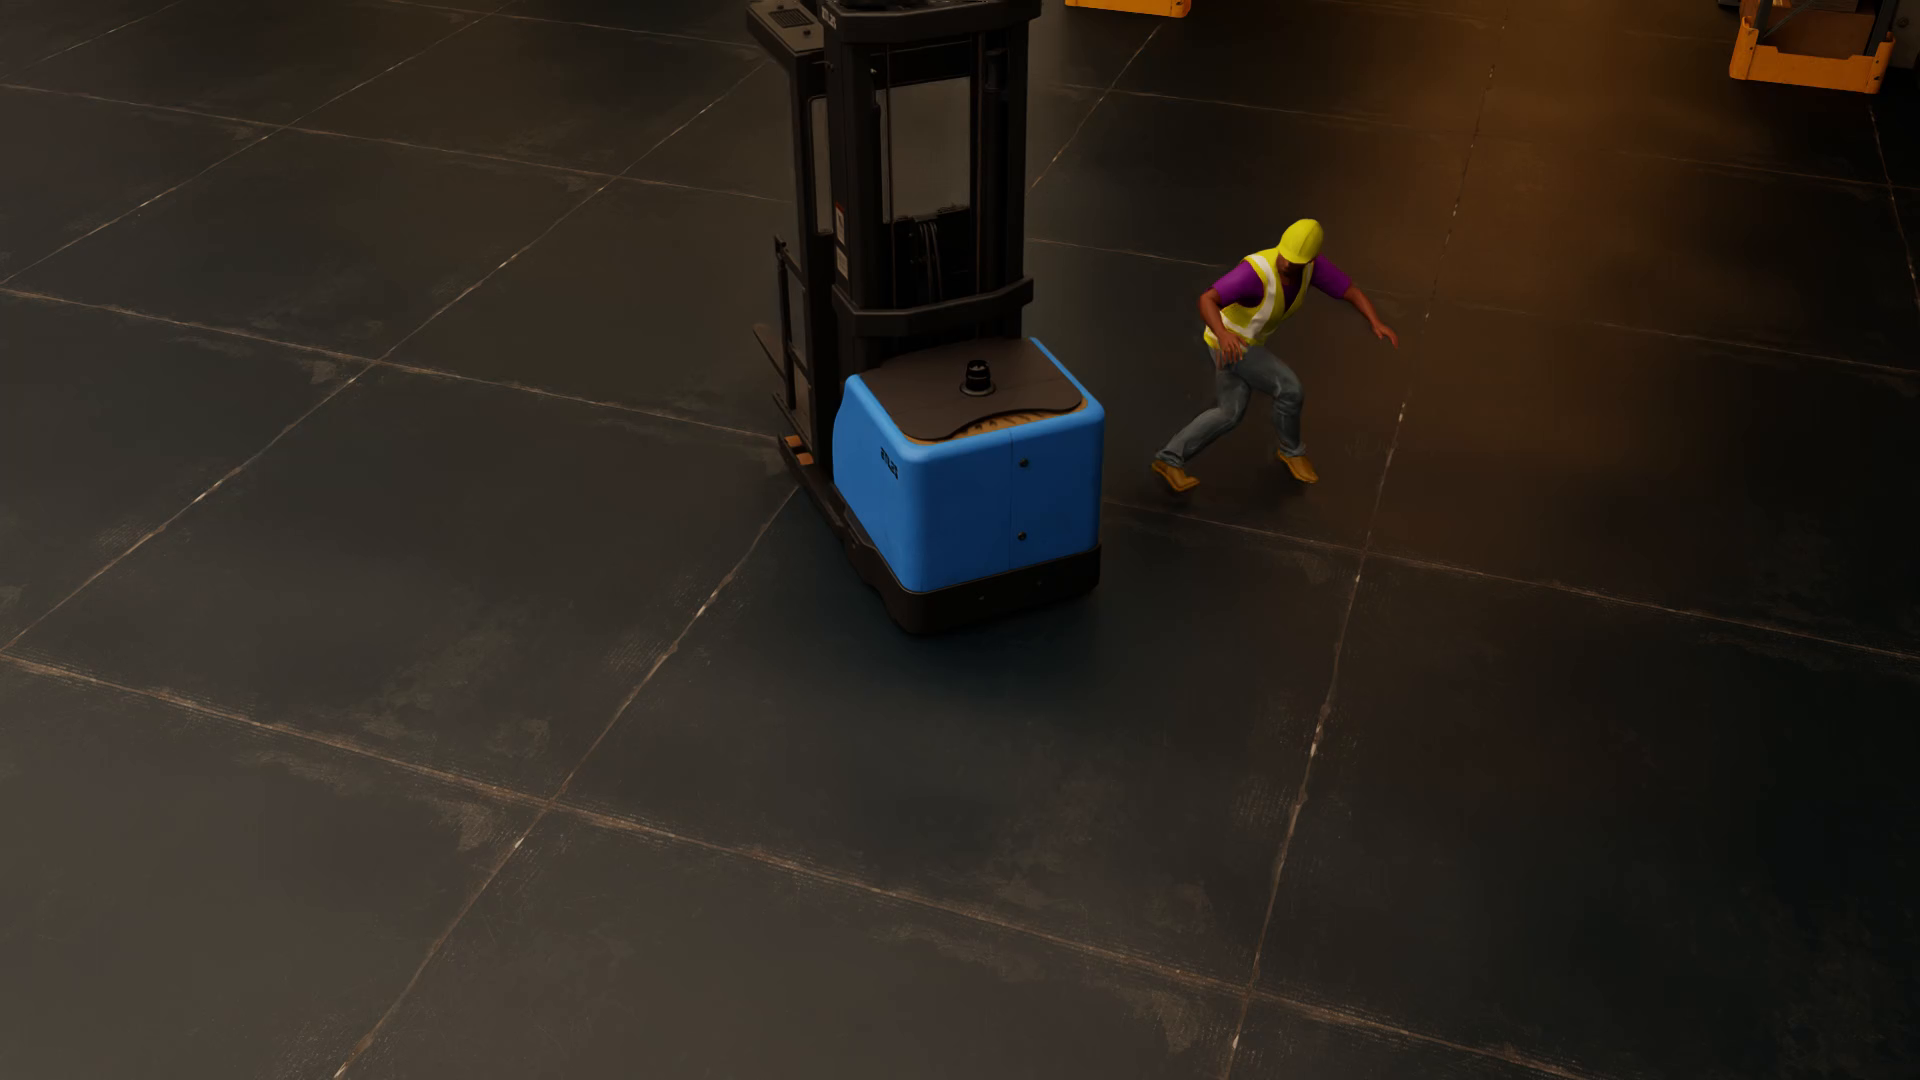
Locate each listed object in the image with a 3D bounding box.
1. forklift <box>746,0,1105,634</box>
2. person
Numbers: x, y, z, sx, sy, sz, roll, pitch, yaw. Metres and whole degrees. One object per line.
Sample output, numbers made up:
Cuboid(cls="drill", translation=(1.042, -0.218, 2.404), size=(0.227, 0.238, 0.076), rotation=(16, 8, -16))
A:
Cuboid(cls="forklift", translation=(-0.356, -1.595, 8.361), size=(1.130, 2.935, 3.031), rotation=(-14, 38, -19))
Cuboid(cls="person", translation=(1.645, -0.900, 8.622), size=(1.116, 1.546, 0.980), rotation=(16, 38, 21))
